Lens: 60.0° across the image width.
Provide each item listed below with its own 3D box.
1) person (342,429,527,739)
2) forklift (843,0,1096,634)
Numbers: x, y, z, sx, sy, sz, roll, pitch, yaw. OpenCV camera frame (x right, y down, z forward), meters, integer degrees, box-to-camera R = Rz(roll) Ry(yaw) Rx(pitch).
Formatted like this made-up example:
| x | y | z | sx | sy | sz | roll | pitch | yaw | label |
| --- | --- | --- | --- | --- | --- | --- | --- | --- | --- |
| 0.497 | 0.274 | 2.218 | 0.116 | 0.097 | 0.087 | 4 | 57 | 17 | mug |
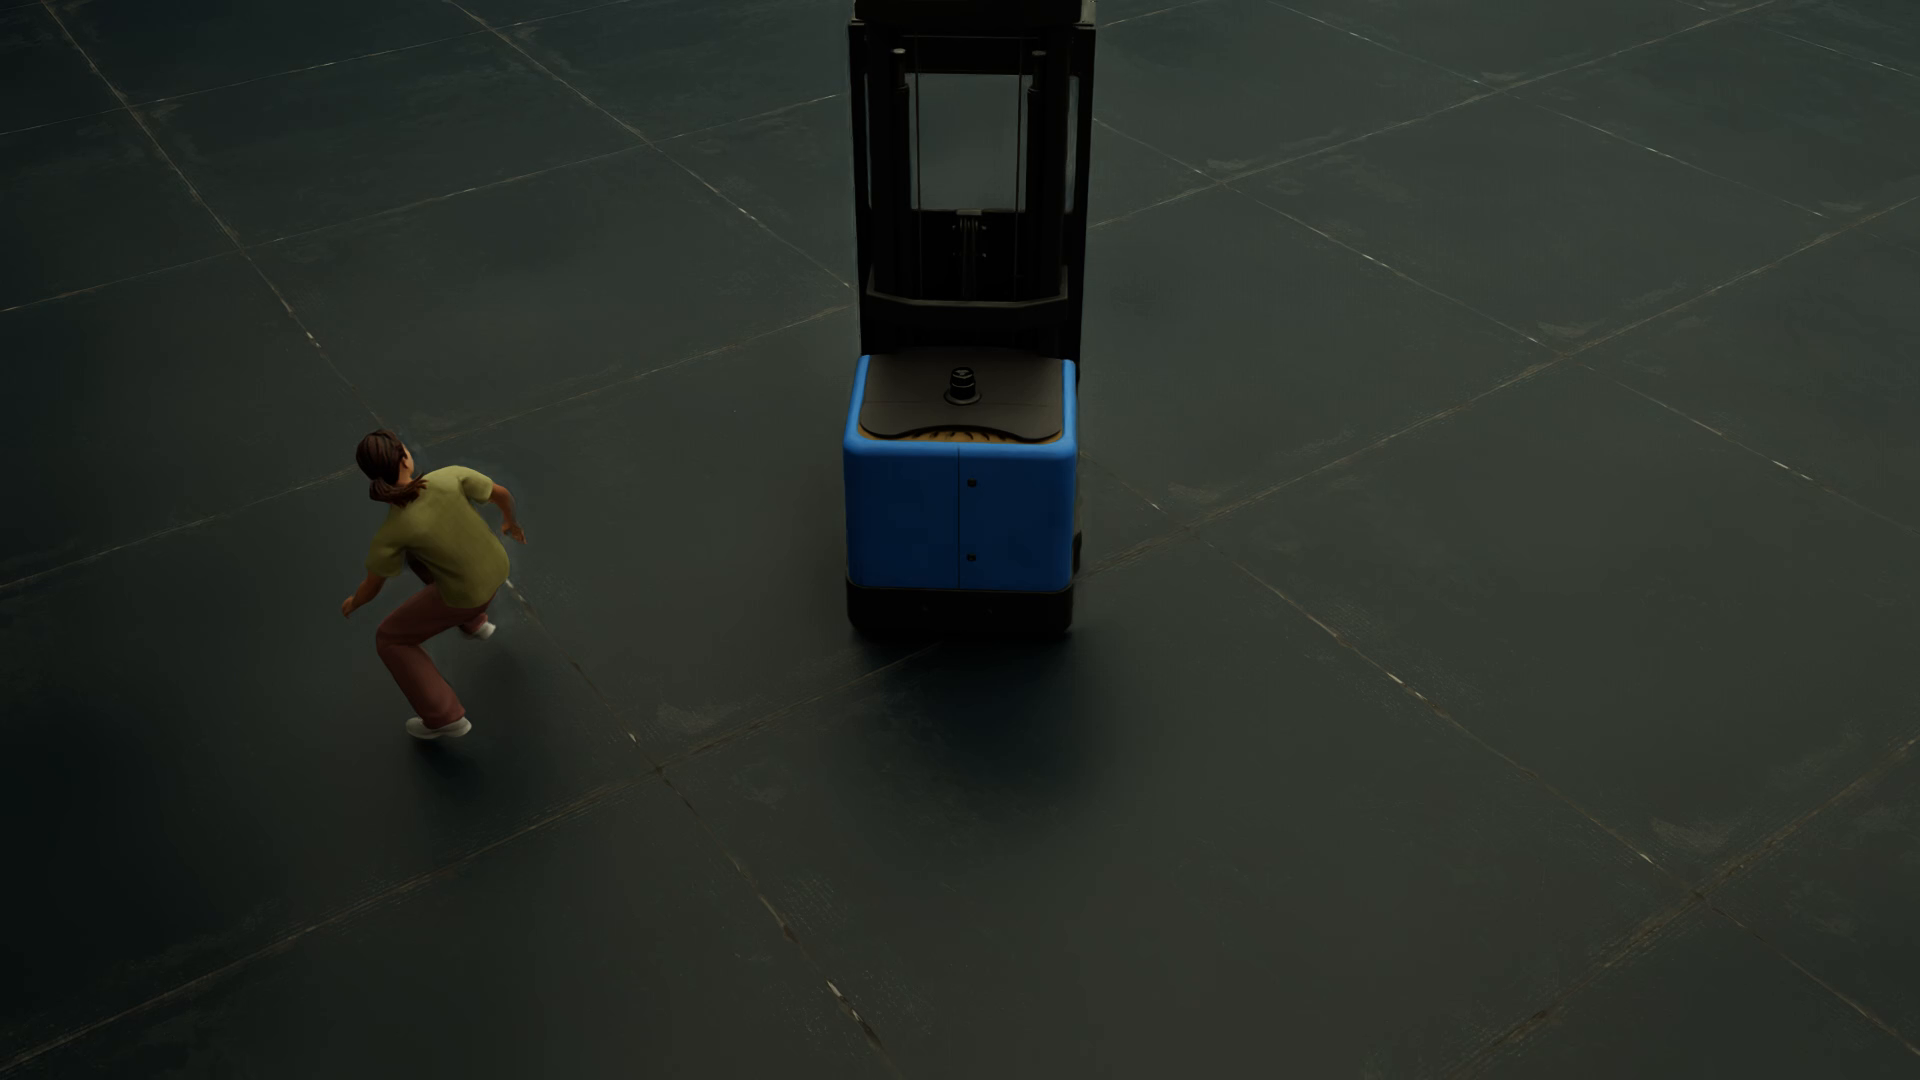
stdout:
| x | y | z | sx | sy | sz | roll | pitch | yaw | label |
| --- | --- | --- | --- | --- | --- | --- | --- | --- | --- |
| -2.221 | 0.103 | 7.026 | 0.596 | 1.413 | 0.718 | 16 | 39 | 20 | person |
| 0.066 | -1.595 | 8.102 | 1.130 | 2.935 | 3.031 | 2 | 37 | 2 | forklift |
